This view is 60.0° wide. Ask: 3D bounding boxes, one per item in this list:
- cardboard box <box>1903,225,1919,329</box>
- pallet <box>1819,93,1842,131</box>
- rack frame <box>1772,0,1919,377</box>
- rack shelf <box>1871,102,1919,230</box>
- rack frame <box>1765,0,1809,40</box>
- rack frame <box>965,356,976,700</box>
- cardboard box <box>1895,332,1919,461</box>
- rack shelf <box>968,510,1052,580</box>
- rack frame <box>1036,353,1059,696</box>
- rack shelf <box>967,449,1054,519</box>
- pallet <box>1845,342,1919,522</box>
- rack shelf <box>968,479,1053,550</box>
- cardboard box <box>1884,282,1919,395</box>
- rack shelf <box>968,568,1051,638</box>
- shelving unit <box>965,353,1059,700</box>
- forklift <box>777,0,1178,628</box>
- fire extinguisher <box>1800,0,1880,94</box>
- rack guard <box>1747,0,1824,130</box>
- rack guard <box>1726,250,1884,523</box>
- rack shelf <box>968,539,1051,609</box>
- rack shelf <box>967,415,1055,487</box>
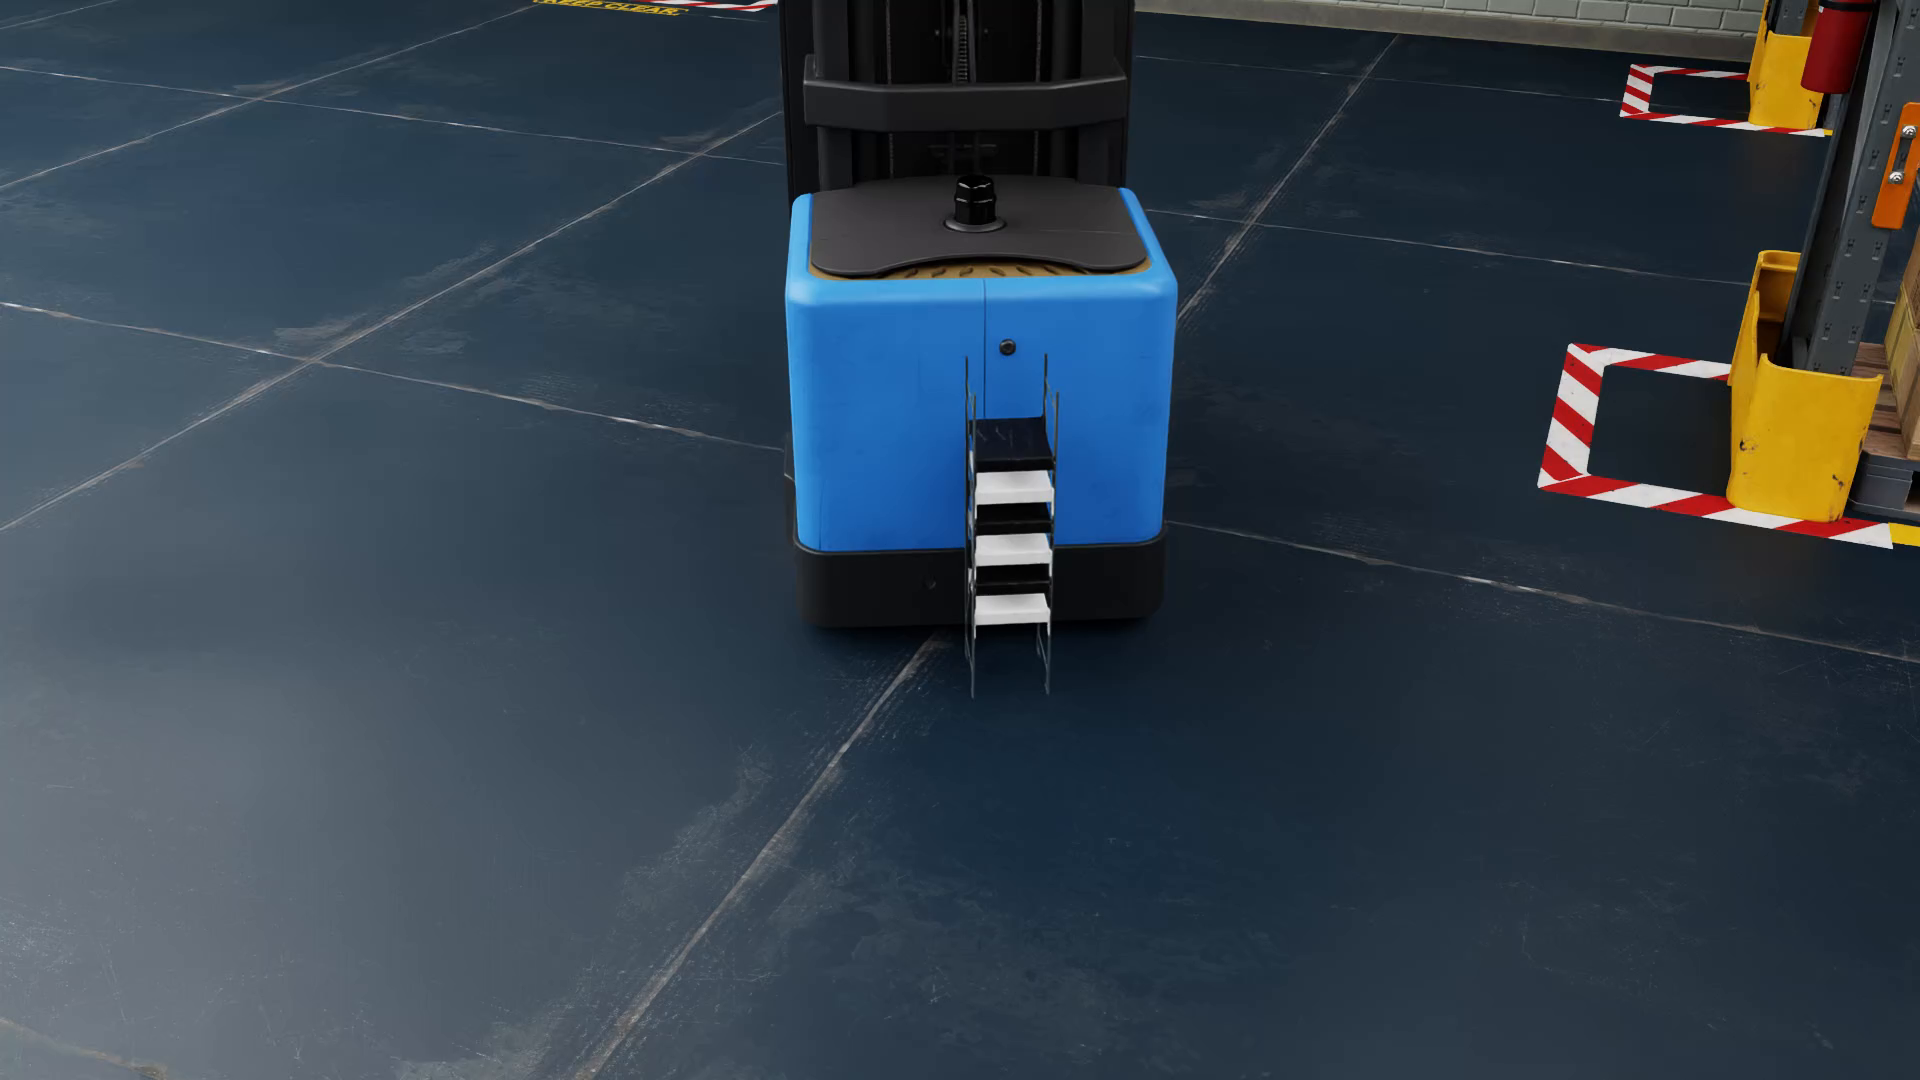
[{"bbox_3d":[3.519,-0.993,5.563,0.500,0.500,0.500,11,31,19],"label":"cardboard box"},{"bbox_3d":[5.579,-2.509,9.474,1.213,0.211,1.003,11,31,19],"label":"pallet"},{"bbox_3d":[2.910,-1.644,5.110,0.127,3.000,1.000,11,31,19],"label":"rack frame"},{"bbox_3d":[4.764,-0.961,4.632,4.000,0.370,1.077,11,31,19],"label":"rack shelf"},{"bbox_3d":[4.769,-3.903,9.107,0.127,3.000,1.000,11,31,19],"label":"rack frame"},{"bbox_3d":[0.027,-0.020,4.371,0.006,0.900,0.240,-2,30,-4],"label":"rack frame"},{"bbox_3d":[3.324,-0.429,5.328,0.500,0.250,0.500,11,31,19],"label":"cardboard box"},{"bbox_3d":[0.128,0.005,4.395,0.200,0.077,0.258,-2,30,-4],"label":"rack shelf"},{"bbox_3d":[0.229,-0.028,4.386,0.006,0.900,0.240,-2,30,-4],"label":"rack frame"},{"bbox_3d":[0.128,-0.152,4.306,0.200,0.077,0.258,-2,30,-4],"label":"rack shelf"},{"bbox_3d":[3.635,-0.308,5.580,1.213,0.211,1.003,11,31,19],"label":"pallet"},{"bbox_3d":[0.128,-0.073,4.350,0.200,0.077,0.258,-2,30,-4],"label":"rack shelf"},{"bbox_3d":[3.518,-0.665,5.746,0.500,0.250,0.500,11,31,19],"label":"cardboard box"},{"bbox_3d":[0.128,0.162,4.483,0.200,0.077,0.258,-2,30,-4],"label":"rack shelf"},{"bbox_3d":[0.128,-0.024,4.378,0.210,0.900,0.258,-2,30,-4],"label":"shelving unit"},{"bbox_3d":[-0.027,-1.722,5.317,1.130,2.935,3.031,-2,30,-3],"label":"forklift"},{"bbox_3d":[2.976,-1.844,5.543,0.183,0.674,0.296,11,31,19],"label":"fire extinguisher"},{"bbox_3d":[4.840,-2.801,9.698,0.348,0.500,1.175,11,31,19],"label":"rack guard"},{"bbox_3d":[2.888,-0.560,5.733,0.348,0.500,1.175,11,31,19],"label":"rack guard"},{"bbox_3d":[0.128,0.083,4.439,0.200,0.077,0.258,-2,30,-4],"label":"rack shelf"},{"bbox_3d":[0.128,-0.230,4.262,0.200,0.077,0.258,-2,30,-4],"label":"rack shelf"}]
